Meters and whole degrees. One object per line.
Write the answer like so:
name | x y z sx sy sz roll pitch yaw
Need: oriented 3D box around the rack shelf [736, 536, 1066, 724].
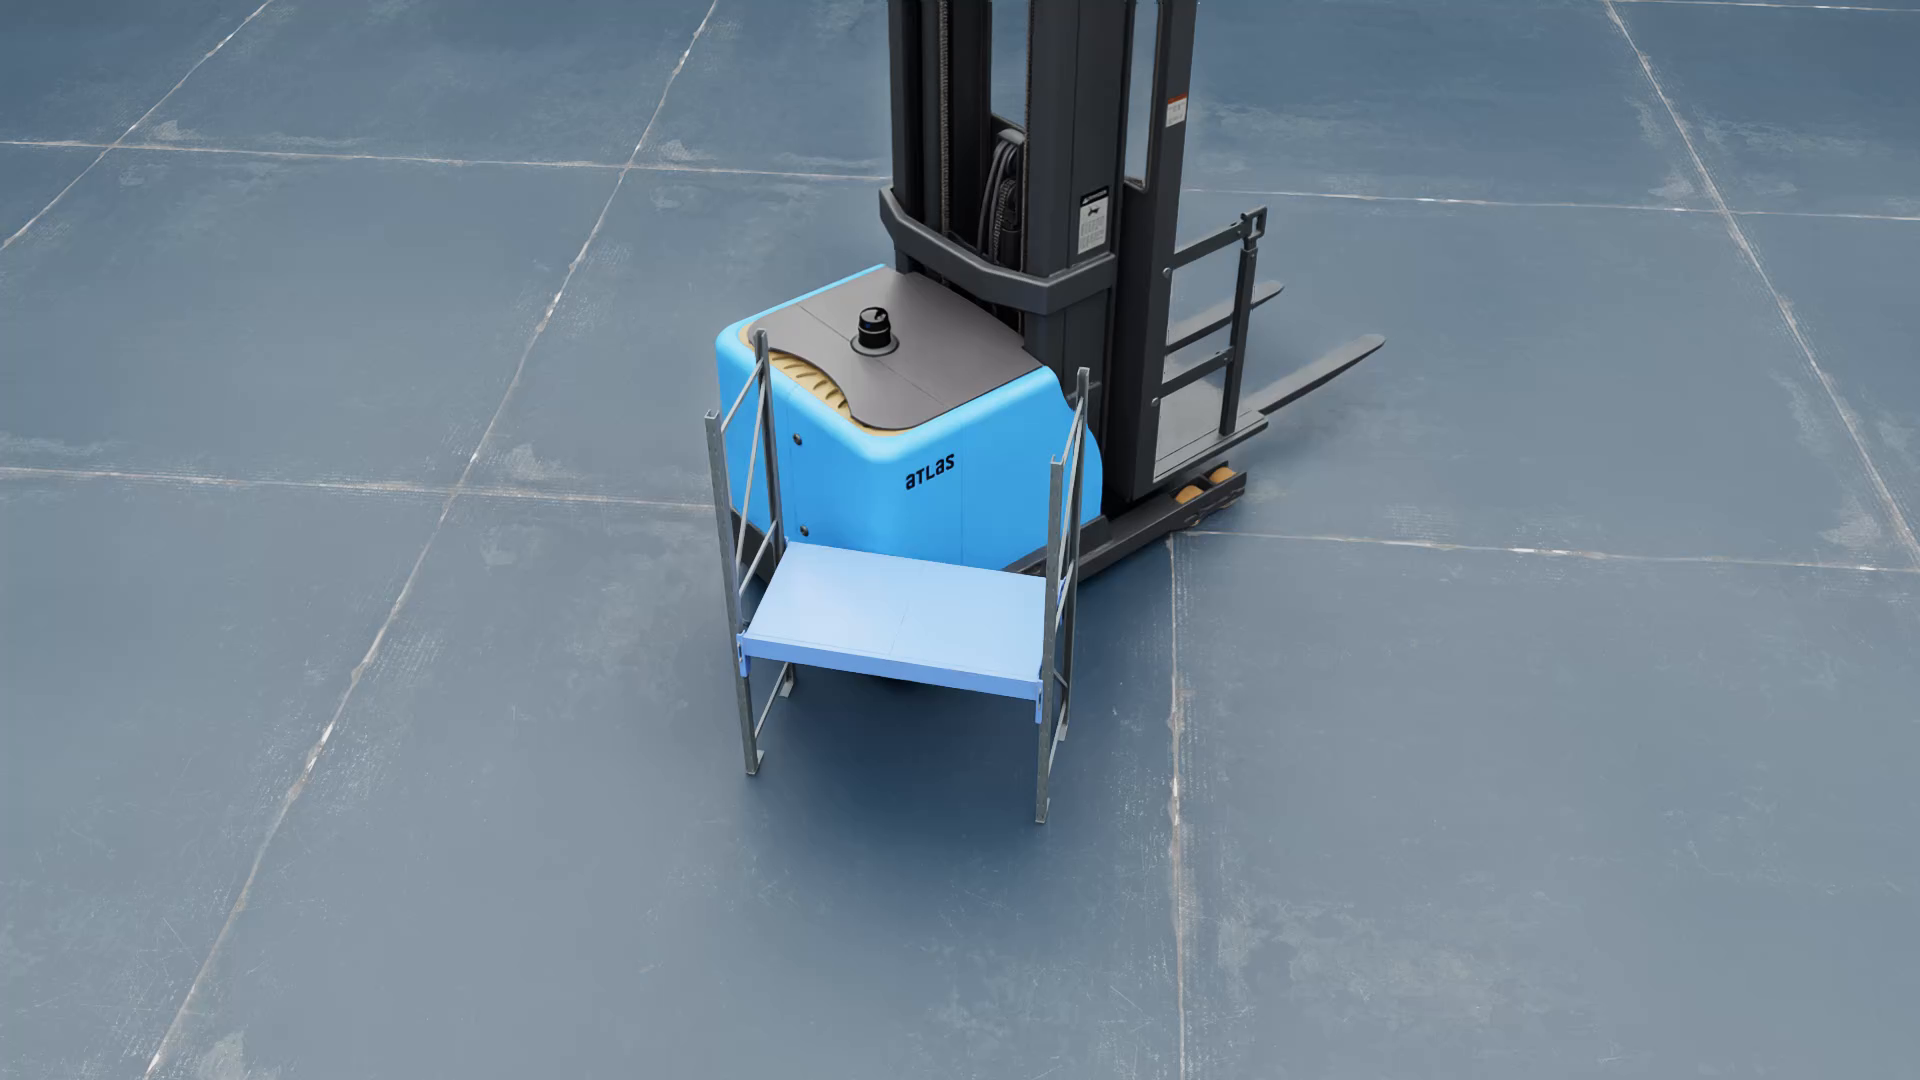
rack shelf | -0.174 0.285 5.496 1.000 0.185 0.538 8 40 10

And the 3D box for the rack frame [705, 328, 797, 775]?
rack frame | -0.671 0.076 5.468 0.032 1.500 0.500 8 40 10

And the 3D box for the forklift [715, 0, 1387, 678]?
forklift | 0.557 -1.422 6.175 3.031 2.935 1.130 -28 47 -30

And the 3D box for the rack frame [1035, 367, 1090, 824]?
rack frame | 0.322 0.215 5.297 0.032 1.500 0.500 8 40 10

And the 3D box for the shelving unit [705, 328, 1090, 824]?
shelving unit | -0.174 0.146 5.383 1.048 1.500 0.538 8 40 10
